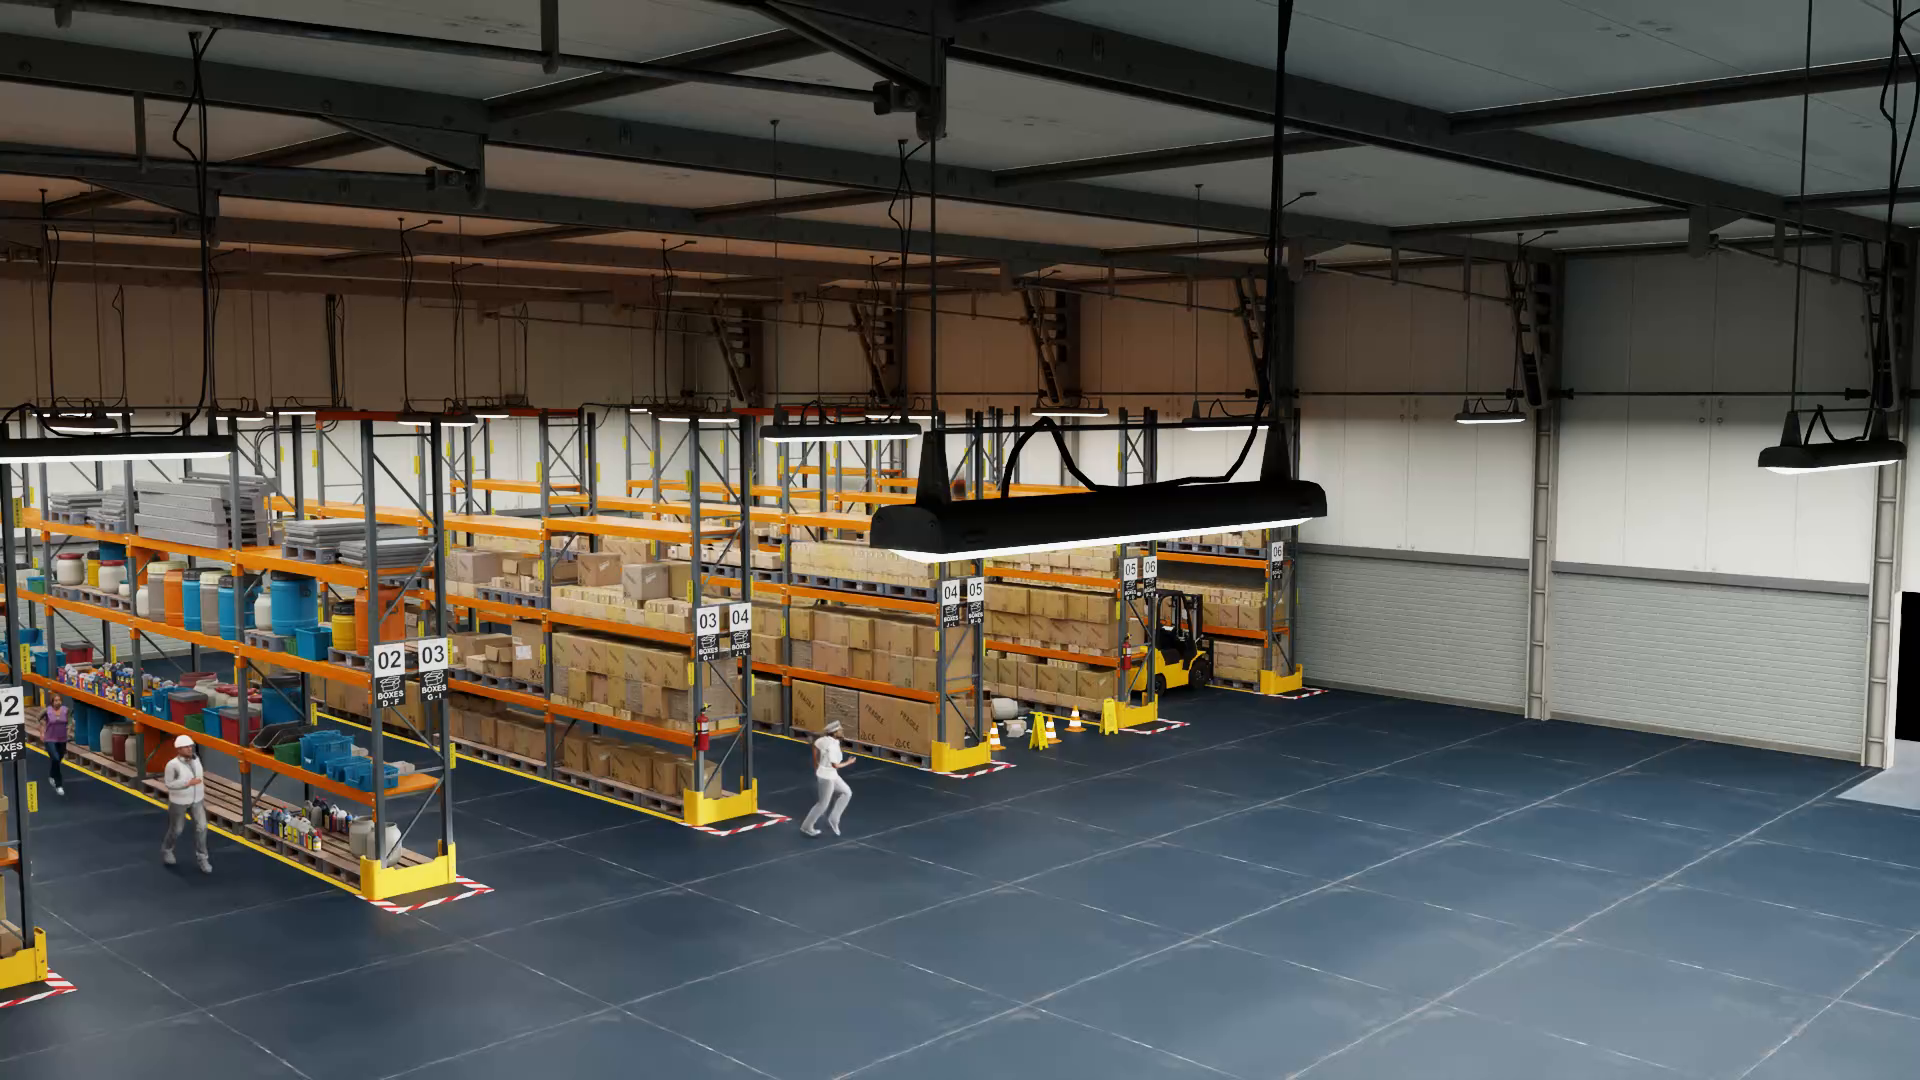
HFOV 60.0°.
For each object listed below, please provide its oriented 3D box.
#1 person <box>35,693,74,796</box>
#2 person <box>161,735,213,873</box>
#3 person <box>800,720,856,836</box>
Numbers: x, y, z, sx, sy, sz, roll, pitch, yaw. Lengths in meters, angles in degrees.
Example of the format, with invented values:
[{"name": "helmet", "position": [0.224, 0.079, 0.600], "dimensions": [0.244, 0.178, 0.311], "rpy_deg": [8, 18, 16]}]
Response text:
[{"name": "person", "position": [-14.327, 3.214, 26.353], "dimensions": [0.835, 1.633, 0.475], "rpy_deg": [4, 7, 40]}, {"name": "person", "position": [-10.280, 3.473, 22.050], "dimensions": [0.907, 1.804, 0.628], "rpy_deg": [3, 6, 33]}, {"name": "person", "position": [-1.878, 3.393, 23.691], "dimensions": [0.800, 1.681, 0.603], "rpy_deg": [-1, 5, -8]}]
